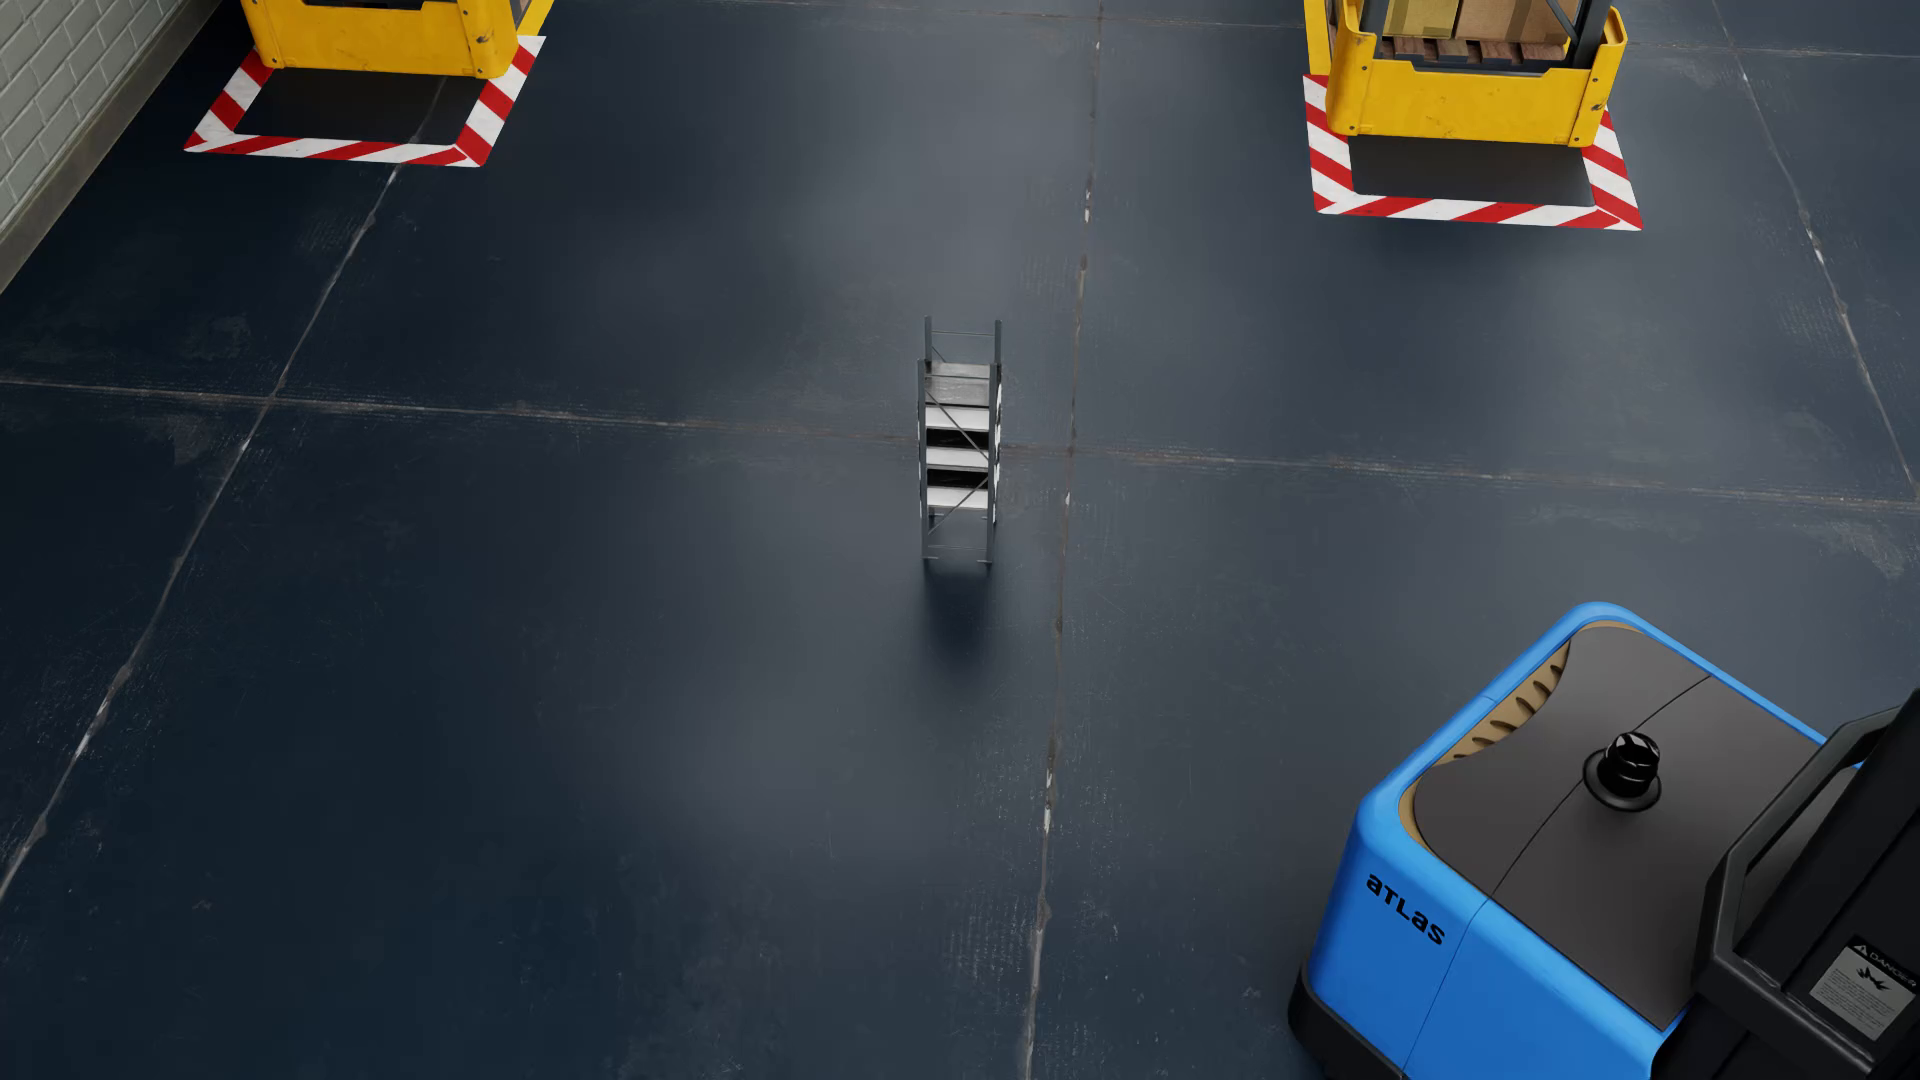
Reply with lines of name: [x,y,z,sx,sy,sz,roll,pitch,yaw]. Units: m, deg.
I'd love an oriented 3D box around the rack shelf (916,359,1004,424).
rack shelf: [0.001,-0.469,5.249,0.258,0.077,0.200,4,48,4]

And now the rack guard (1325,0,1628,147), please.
rack guard: [2.239,-2.062,7.297,1.175,0.500,0.348,4,48,4]

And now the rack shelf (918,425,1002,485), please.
rack shelf: [0.001,-0.287,5.448,0.258,0.077,0.200,4,48,4]

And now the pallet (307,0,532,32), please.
pallet: [-2.576,-2.963,8.317,1.003,0.211,1.213,4,48,4]

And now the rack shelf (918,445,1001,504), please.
rack shelf: [0.001,-0.226,5.514,0.258,0.077,0.200,4,48,4]

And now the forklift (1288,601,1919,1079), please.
forklift: [2.247,0.907,2.934,1.130,2.935,3.031,-34,56,-27]

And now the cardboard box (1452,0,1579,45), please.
cardboard box: [2.511,-2.516,7.598,0.500,0.250,0.500,4,48,4]

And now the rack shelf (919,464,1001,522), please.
rack shelf: [0.001,-0.166,5.581,0.258,0.077,0.200,4,48,4]

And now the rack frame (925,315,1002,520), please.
rack frame: [0.010,-0.384,5.492,0.240,0.900,0.006,4,48,4]

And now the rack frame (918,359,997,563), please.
rack frame: [-0.009,-0.235,5.355,0.240,0.900,0.006,4,48,4]

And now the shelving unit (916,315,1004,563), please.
shelving unit: [0.001,-0.310,5.423,0.258,0.900,0.210,4,48,4]

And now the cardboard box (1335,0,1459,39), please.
cardboard box: [1.995,-2.551,7.629,0.500,0.250,0.500,4,48,4]

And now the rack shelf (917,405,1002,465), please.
rack shelf: [0.001,-0.348,5.382,0.258,0.077,0.200,4,48,4]

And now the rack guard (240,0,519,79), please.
rack guard: [-2.686,-2.466,7.667,1.175,0.500,0.348,4,48,4]

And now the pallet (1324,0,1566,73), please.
pallet: [2.269,-2.547,7.937,1.003,0.211,1.213,4,48,4]

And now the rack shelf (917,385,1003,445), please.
rack shelf: [0.001,-0.409,5.315,0.258,0.077,0.200,4,48,4]

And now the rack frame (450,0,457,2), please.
rack frame: [-2.693,-3.254,6.693,1.000,3.000,0.127,4,48,4]

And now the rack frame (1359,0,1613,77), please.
rack frame: [2.241,-2.924,6.391,1.000,3.000,0.127,4,48,4]
